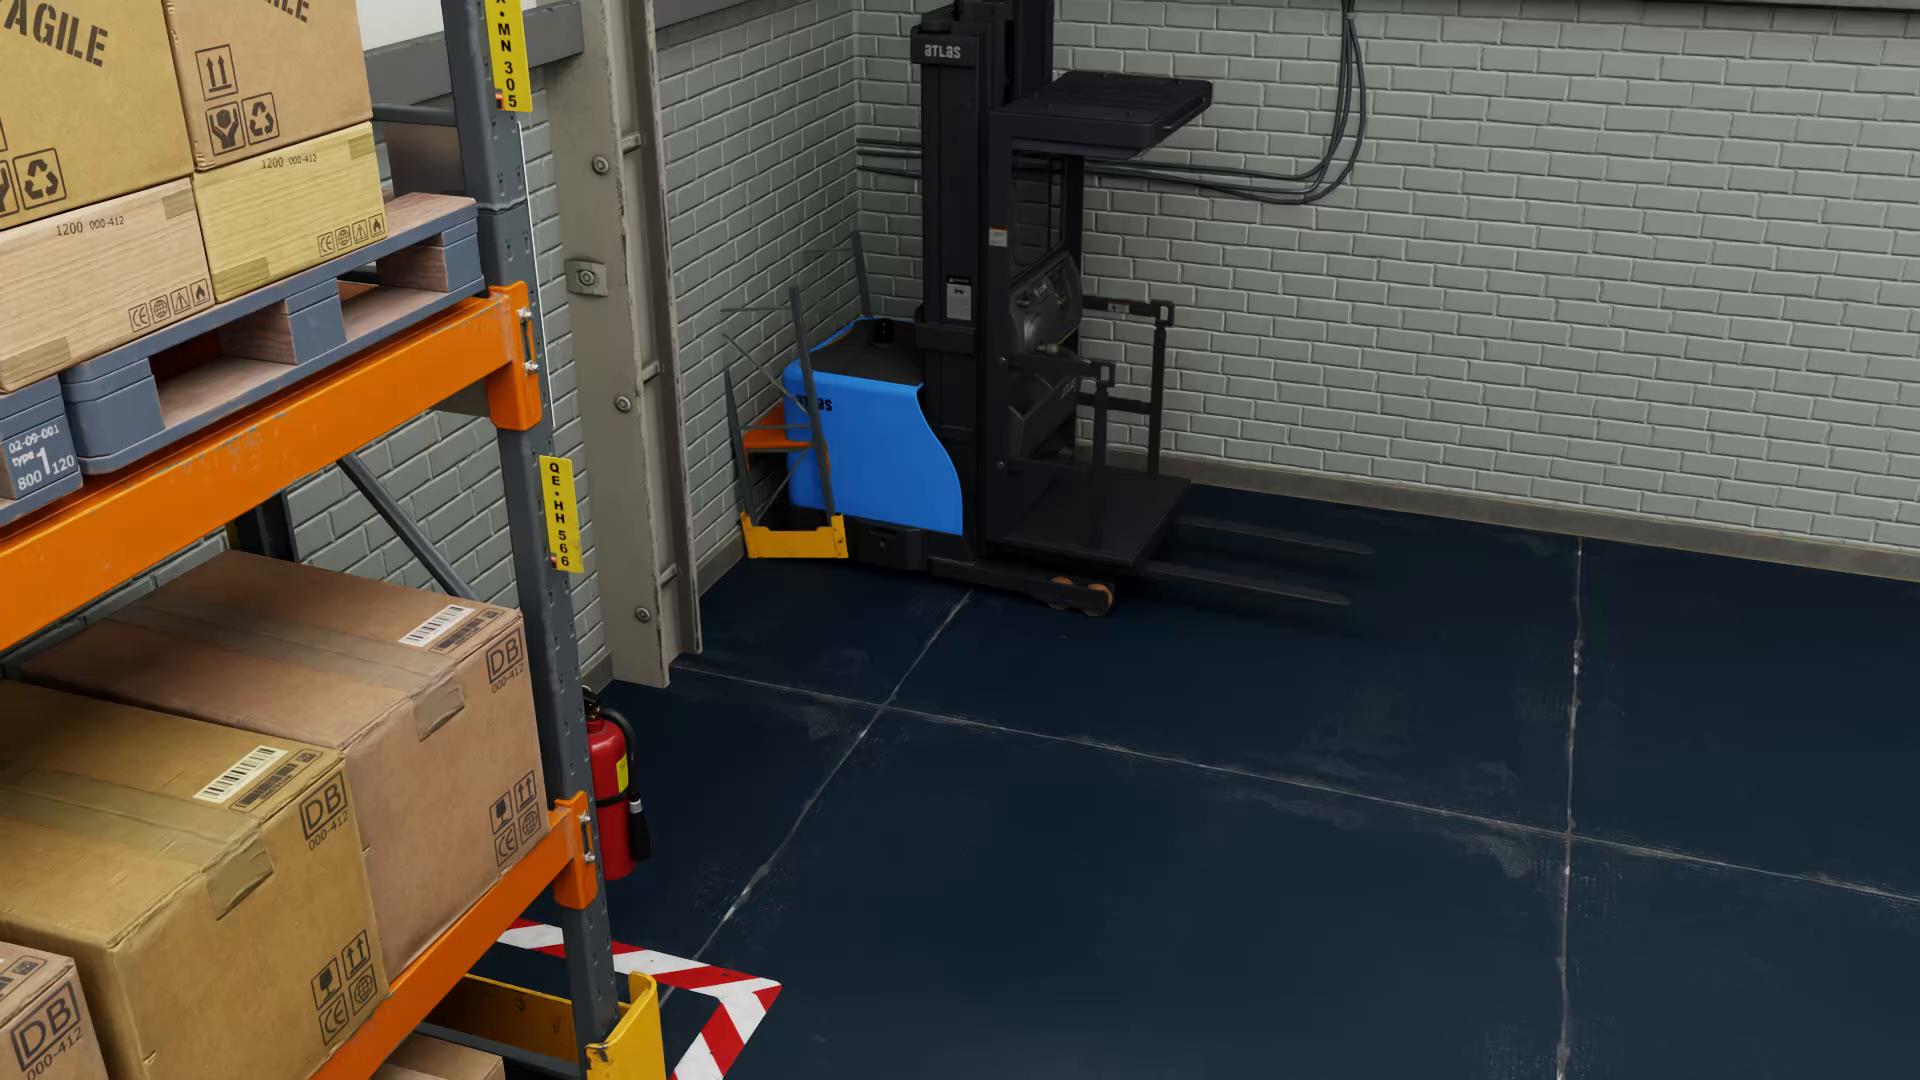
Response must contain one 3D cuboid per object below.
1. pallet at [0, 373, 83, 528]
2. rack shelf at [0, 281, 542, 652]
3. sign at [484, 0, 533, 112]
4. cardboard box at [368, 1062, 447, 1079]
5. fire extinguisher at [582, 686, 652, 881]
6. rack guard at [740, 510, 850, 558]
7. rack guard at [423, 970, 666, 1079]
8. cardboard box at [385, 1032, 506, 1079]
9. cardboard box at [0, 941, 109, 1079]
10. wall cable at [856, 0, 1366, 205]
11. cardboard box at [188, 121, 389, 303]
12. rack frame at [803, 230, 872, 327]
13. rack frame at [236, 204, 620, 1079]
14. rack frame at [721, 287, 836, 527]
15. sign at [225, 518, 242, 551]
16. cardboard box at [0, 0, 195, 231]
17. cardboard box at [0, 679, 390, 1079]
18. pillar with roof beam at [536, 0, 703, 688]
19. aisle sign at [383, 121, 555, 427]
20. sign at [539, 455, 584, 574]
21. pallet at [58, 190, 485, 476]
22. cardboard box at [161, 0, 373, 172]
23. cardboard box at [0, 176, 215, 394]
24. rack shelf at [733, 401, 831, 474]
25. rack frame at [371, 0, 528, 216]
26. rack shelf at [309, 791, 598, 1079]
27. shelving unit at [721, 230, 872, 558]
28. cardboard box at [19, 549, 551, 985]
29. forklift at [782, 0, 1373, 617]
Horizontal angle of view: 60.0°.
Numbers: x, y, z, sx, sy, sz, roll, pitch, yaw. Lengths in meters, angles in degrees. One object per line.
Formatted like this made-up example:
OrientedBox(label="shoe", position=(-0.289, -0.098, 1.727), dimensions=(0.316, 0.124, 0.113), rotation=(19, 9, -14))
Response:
OrientedBox(label="pallet", position=(-2.191, -0.022, 2.513), dimensions=(1.003, 0.211, 1.213), rotation=(9, 27, 17))
OrientedBox(label="rack shelf", position=(-2.216, 0.274, 2.625), dimensions=(1.077, 0.370, 4.000), rotation=(9, 27, 17))
OrientedBox(label="sign", position=(-1.043, -1.150, 3.816), dimensions=(0.100, 0.325, 0.005), rotation=(9, 27, 17))
OrientedBox(label="cardboard box", position=(-1.560, 1.504, 4.344), dimensions=(0.380, 0.149, 0.250), rotation=(8, 27, 17))
OrientedBox(label="fire extinguisher", position=(-1.065, 0.686, 4.907), dimensions=(0.296, 0.674, 0.183), rotation=(9, 27, 17))
OrientedBox(label="rack guard", position=(-0.883, -0.033, 8.958), dimensions=(0.587, 0.250, 0.087), rotation=(0, 26, 16))
OrientedBox(label="rack guard", position=(-1.542, 1.594, 5.385), dimensions=(1.175, 0.500, 0.348), rotation=(9, 27, 17))
OrientedBox(label="cardboard box", position=(-1.689, 1.717, 4.649), dimensions=(0.700, 0.500, 0.500), rotation=(9, 27, 17))
OrientedBox(label="cardboard box", position=(-2.204, 1.167, 3.053), dimensions=(0.980, 0.700, 0.700), rotation=(7, 27, 15))
OrientedBox(label="wall cable", position=(0.669, -3.096, 8.882), dimensions=(3.097, 2.526, 0.112), rotation=(9, 27, 17))
OrientedBox(label="cardboard box", position=(-1.544, -0.699, 3.384), dimensions=(0.500, 0.250, 0.500), rotation=(10, 27, 19))
OrientedBox(label="rack frame", position=(-0.709, -1.033, 9.555), dimensions=(0.500, 1.500, 0.032), rotation=(0, 26, 16))
OrientedBox(label="rack frame", position=(-1.550, 0.479, 4.819), dimensions=(1.000, 3.000, 0.127), rotation=(9, 27, 17))
OrientedBox(label="rack frame", position=(-0.962, -0.586, 8.677), dimensions=(0.500, 1.500, 0.032), rotation=(0, 26, 16))
OrientedBox(label="sign", position=(-2.071, -0.030, 4.785), dimensions=(0.100, 0.325, 0.005), rotation=(9, 27, 17))
OrientedBox(label="cardboard box", position=(-1.713, -0.831, 2.797), dimensions=(0.500, 0.500, 0.500), rotation=(10, 27, 19))
OrientedBox(label="cardboard box", position=(-1.942, 0.855, 3.697), dimensions=(0.980, 0.700, 0.700), rotation=(9, 27, 17))
OrientedBox(label="pillar with roof beam", position=(2.592, -2.832, 4.773), dimensions=(9.100, 9.000, 0.400), rotation=(9, 27, 17))
OrientedBox(label="aisle sign", position=(-1.243, -0.678, 4.224), dimensions=(0.394, 0.787, 0.004), rotation=(9, 27, 17))
OrientedBox(label="sign", position=(-1.043, -0.065, 4.341), dimensions=(0.100, 0.325, 0.005), rotation=(9, 27, 17))
OrientedBox(label="pallet", position=(-1.787, -0.525, 3.552), dimensions=(1.003, 0.211, 1.213), rotation=(9, 27, 17))
OrientedBox(label="cardboard box", position=(-1.536, -1.035, 3.219), dimensions=(0.500, 0.500, 0.500), rotation=(9, 27, 17))
OrientedBox(label="cardboard box", position=(-1.716, -0.485, 2.942), dimensions=(0.500, 0.250, 0.500), rotation=(8, 27, 15))
OrientedBox(label="rack shelf", position=(-0.814, -0.648, 9.192), dimensions=(0.538, 0.185, 1.000), rotation=(0, 26, 16))
OrientedBox(label="rack frame", position=(-1.550, -2.222, 3.512), dimensions=(1.000, 3.000, 0.127), rotation=(9, 27, 17))
OrientedBox(label="rack shelf", position=(-2.216, 1.624, 3.279), dimensions=(1.077, 0.370, 4.000), rotation=(9, 27, 17))
OrientedBox(label="shelving unit", position=(-0.833, -0.814, 9.124), dimensions=(0.587, 1.500, 1.083), rotation=(0, 26, 16))
OrientedBox(label="cardboard box", position=(-1.710, 0.555, 4.318), dimensions=(0.980, 0.700, 0.700), rotation=(10, 28, 20))
OrientedBox(label="forklift", position=(0.624, -1.192, 8.349), dimensions=(3.031, 2.935, 1.130), rotation=(10, 28, 20))
